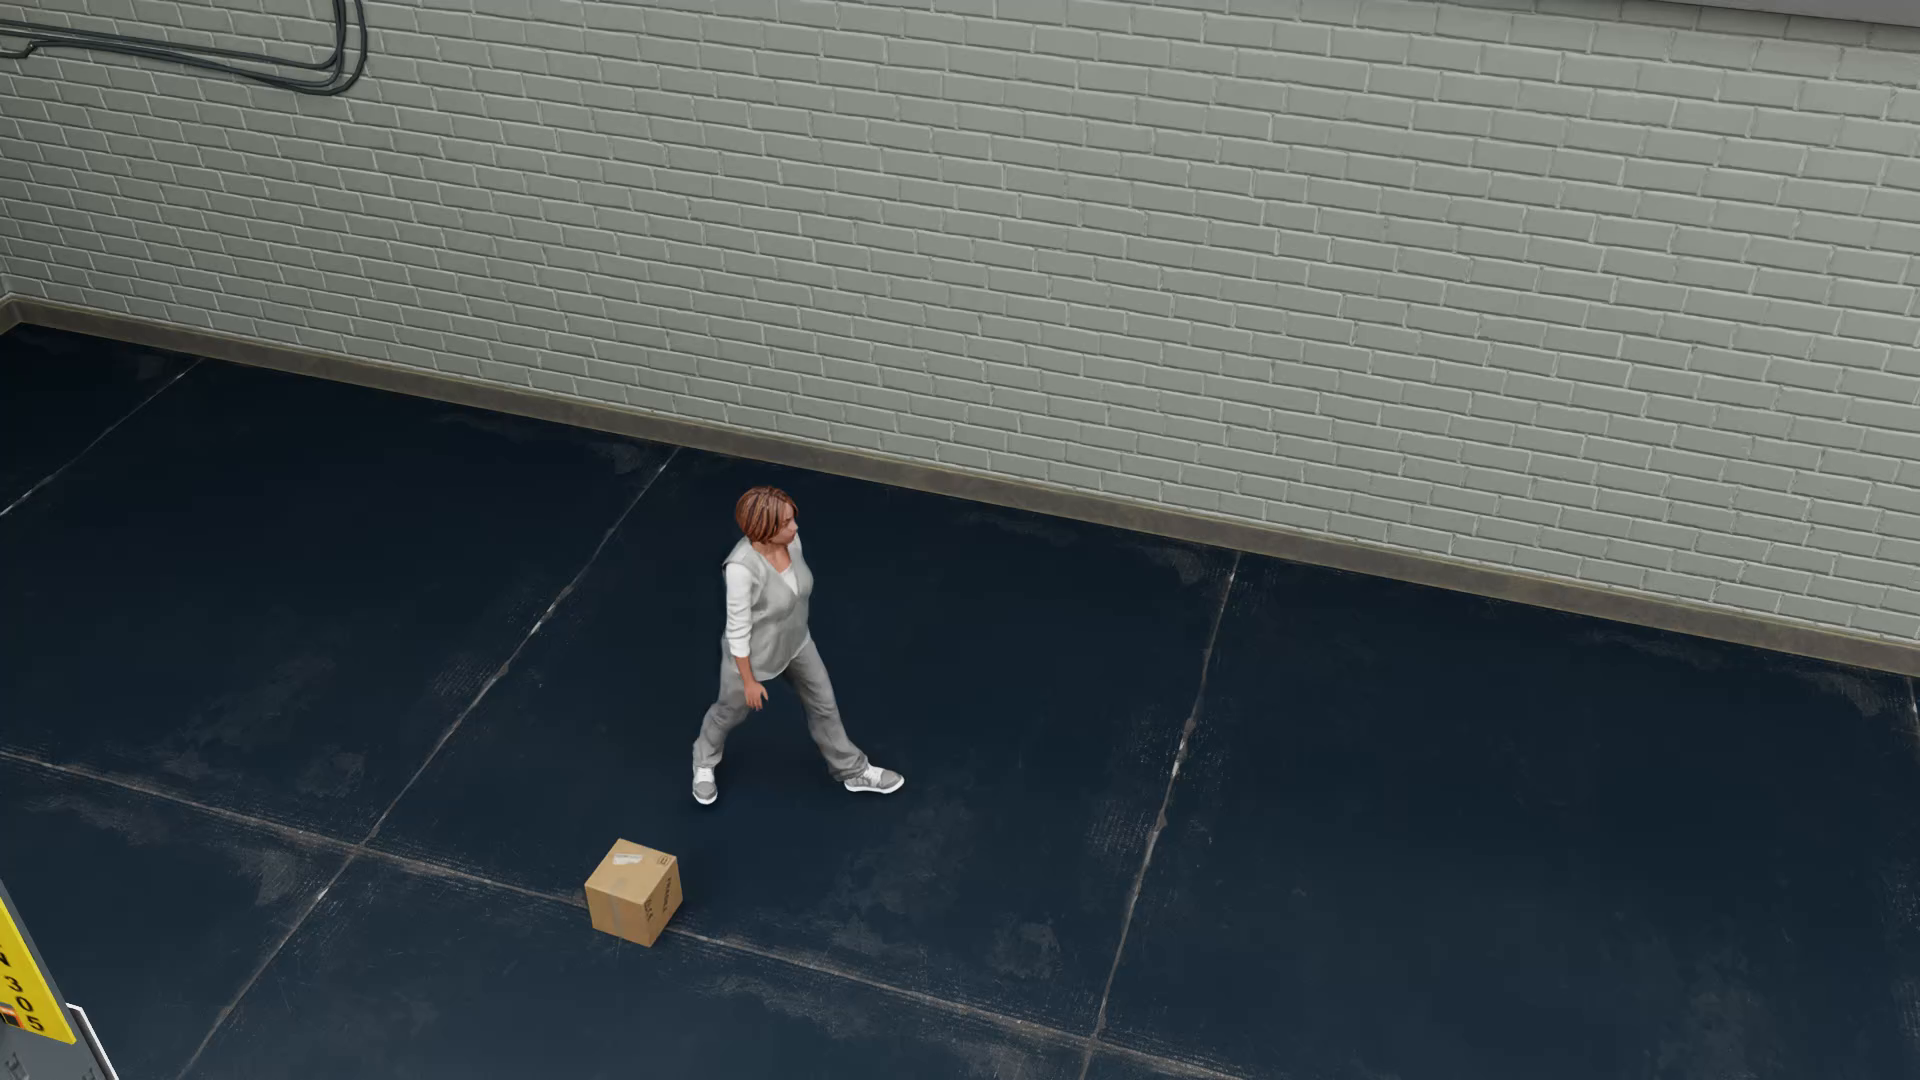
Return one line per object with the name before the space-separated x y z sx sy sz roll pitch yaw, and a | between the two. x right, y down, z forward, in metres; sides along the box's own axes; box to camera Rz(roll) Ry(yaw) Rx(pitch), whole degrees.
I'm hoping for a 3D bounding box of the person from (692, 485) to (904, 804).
person | -0.702 0.417 6.345 0.815 1.551 0.554 23 43 27
